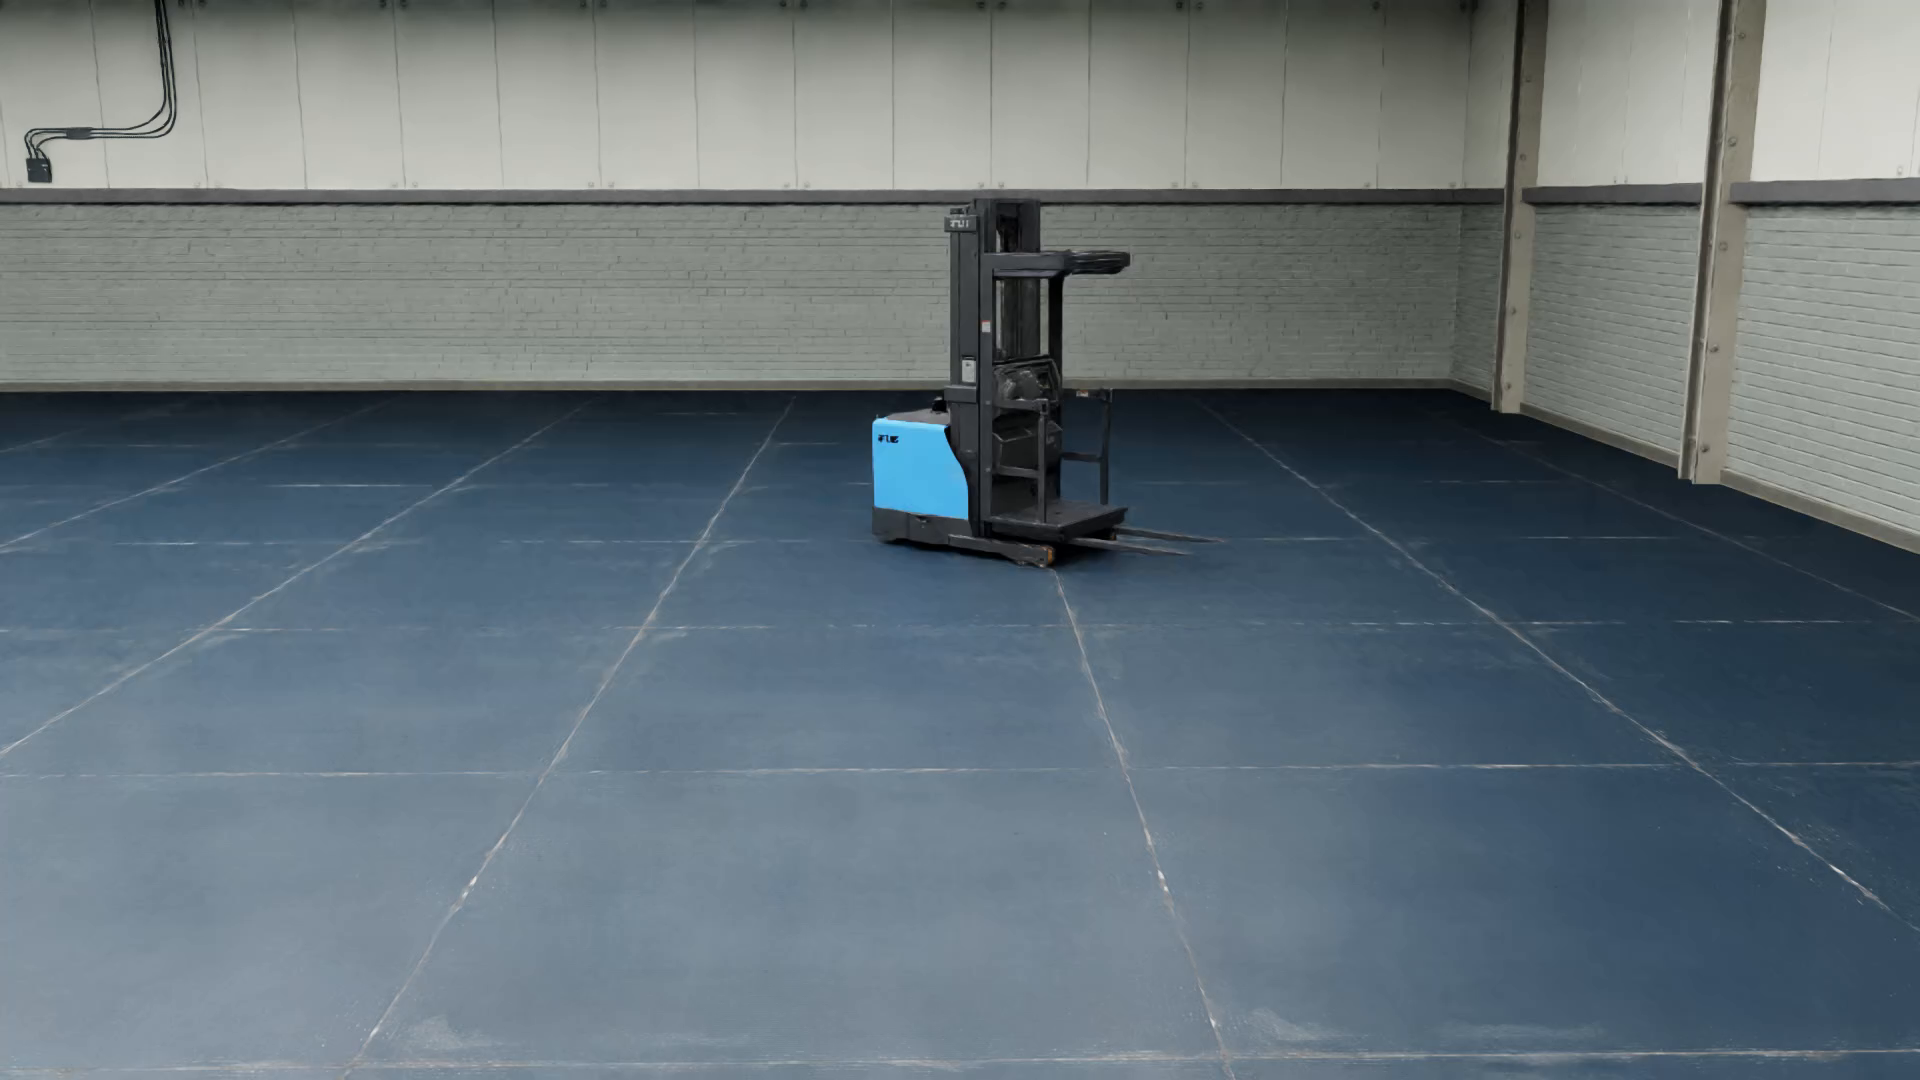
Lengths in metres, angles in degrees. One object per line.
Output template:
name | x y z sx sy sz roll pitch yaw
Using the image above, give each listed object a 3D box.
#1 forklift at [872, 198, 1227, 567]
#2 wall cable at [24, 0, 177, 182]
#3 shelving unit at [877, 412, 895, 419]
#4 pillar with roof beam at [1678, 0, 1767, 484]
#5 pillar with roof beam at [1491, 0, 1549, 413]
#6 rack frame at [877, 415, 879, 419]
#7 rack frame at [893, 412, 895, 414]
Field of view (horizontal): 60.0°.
forklift | 0.732 -1.333 13.759 3.031 2.935 1.130 8 14 35
wall cable | -13.011 -8.393 24.744 2.305 6.003 0.169 0 11 -1
shelving unit | -0.584 -0.604 14.898 0.215 1.050 0.252 8 14 34
pillar with roof beam | 3.549 -5.019 16.664 9.100 9.000 0.400 0 11 -1
pillar with roof beam | 3.425 -6.211 22.543 9.100 9.000 0.400 0 11 -1
rack frame | -0.653 -0.584 14.800 0.200 1.050 0.008 8 14 34
rack frame | -0.515 -0.624 14.997 0.200 1.050 0.008 8 14 34
